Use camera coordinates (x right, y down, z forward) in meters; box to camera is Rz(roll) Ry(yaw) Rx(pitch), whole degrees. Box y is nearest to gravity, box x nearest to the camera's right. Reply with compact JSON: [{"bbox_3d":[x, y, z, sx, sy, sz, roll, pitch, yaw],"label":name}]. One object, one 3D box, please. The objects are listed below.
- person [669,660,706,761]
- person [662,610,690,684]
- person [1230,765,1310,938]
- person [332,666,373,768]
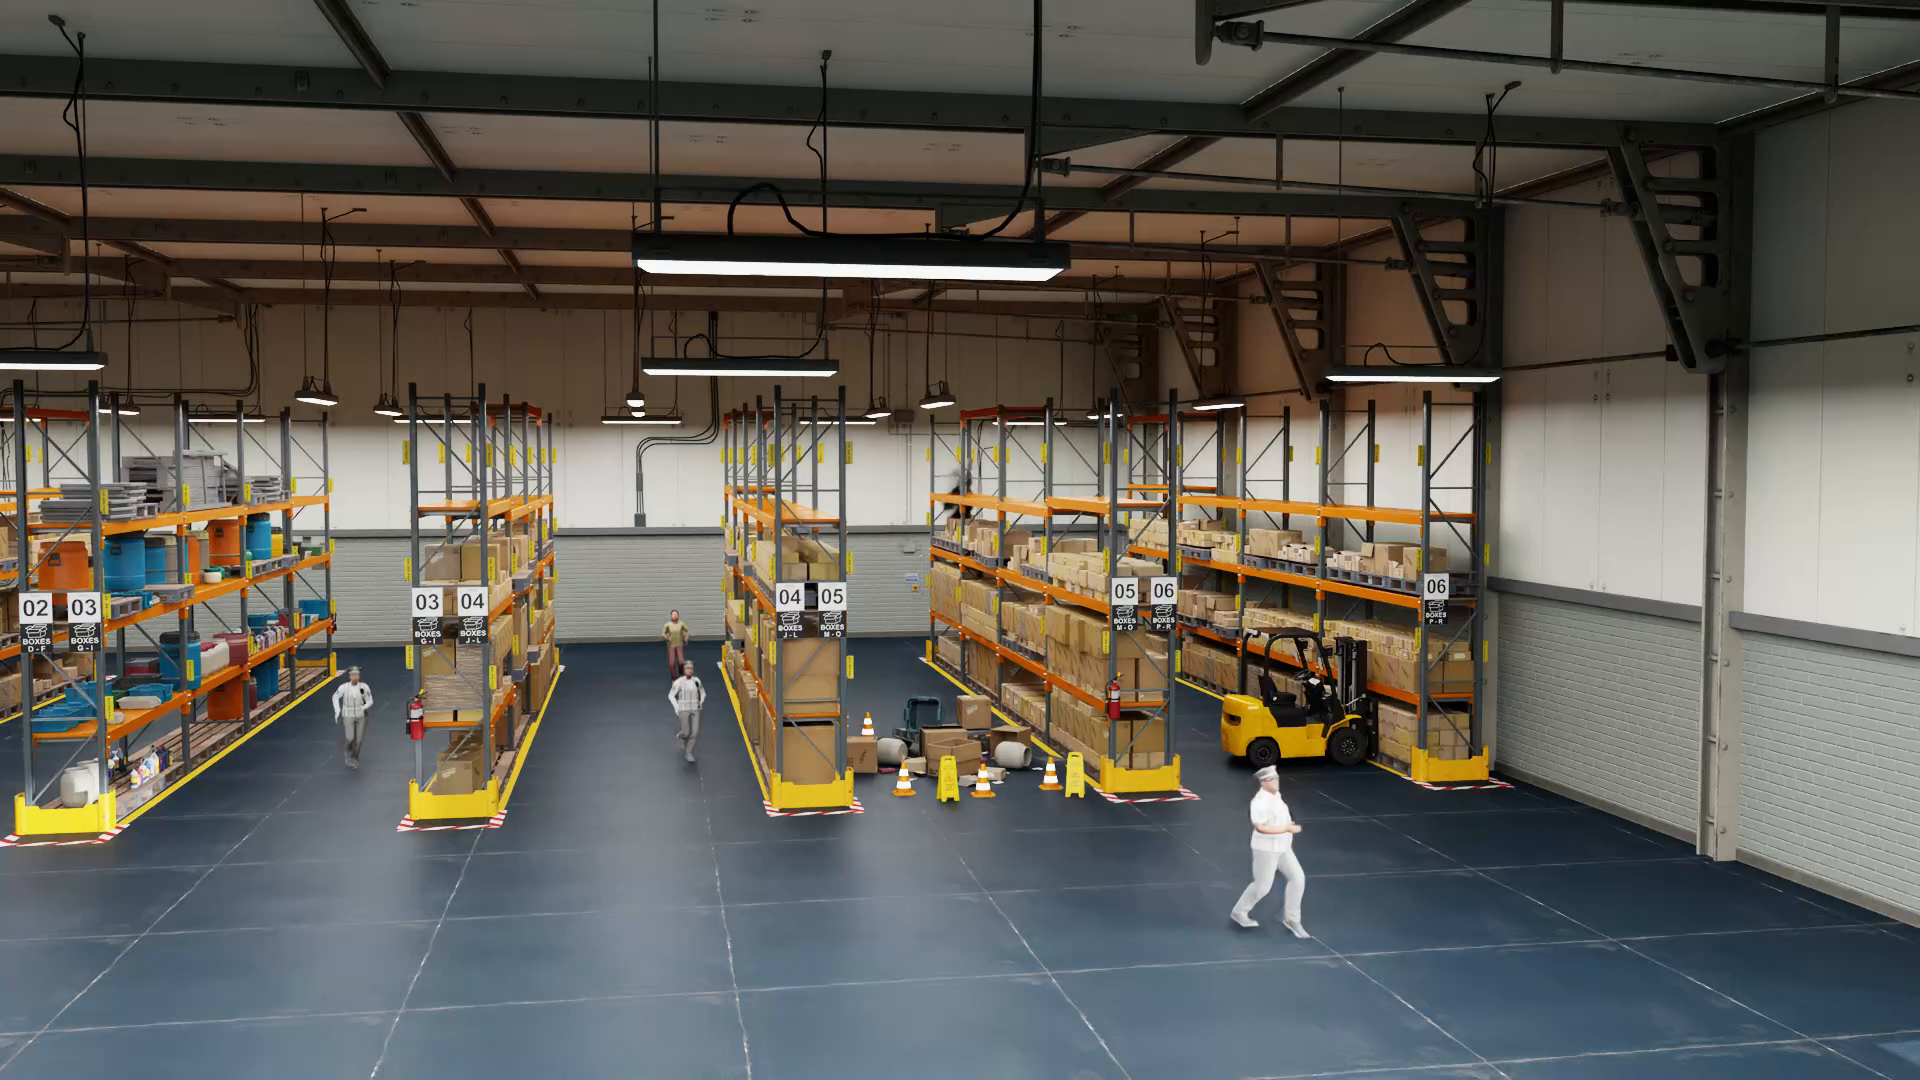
[{"bbox_3d":[-4.468,2.800,27.358,0.615,1.648,0.555,-1,3,-25],"label":"person"},{"bbox_3d":[-6.194,2.340,36.238,0.600,1.639,0.589,0,3,-8],"label":"person"},{"bbox_3d":[3.257,3.255,17.426,0.822,1.830,0.670,2,4,38],"label":"person"},{"bbox_3d":[-9.634,2.824,26.435,0.583,1.643,0.694,-2,3,-28],"label":"person"}]
